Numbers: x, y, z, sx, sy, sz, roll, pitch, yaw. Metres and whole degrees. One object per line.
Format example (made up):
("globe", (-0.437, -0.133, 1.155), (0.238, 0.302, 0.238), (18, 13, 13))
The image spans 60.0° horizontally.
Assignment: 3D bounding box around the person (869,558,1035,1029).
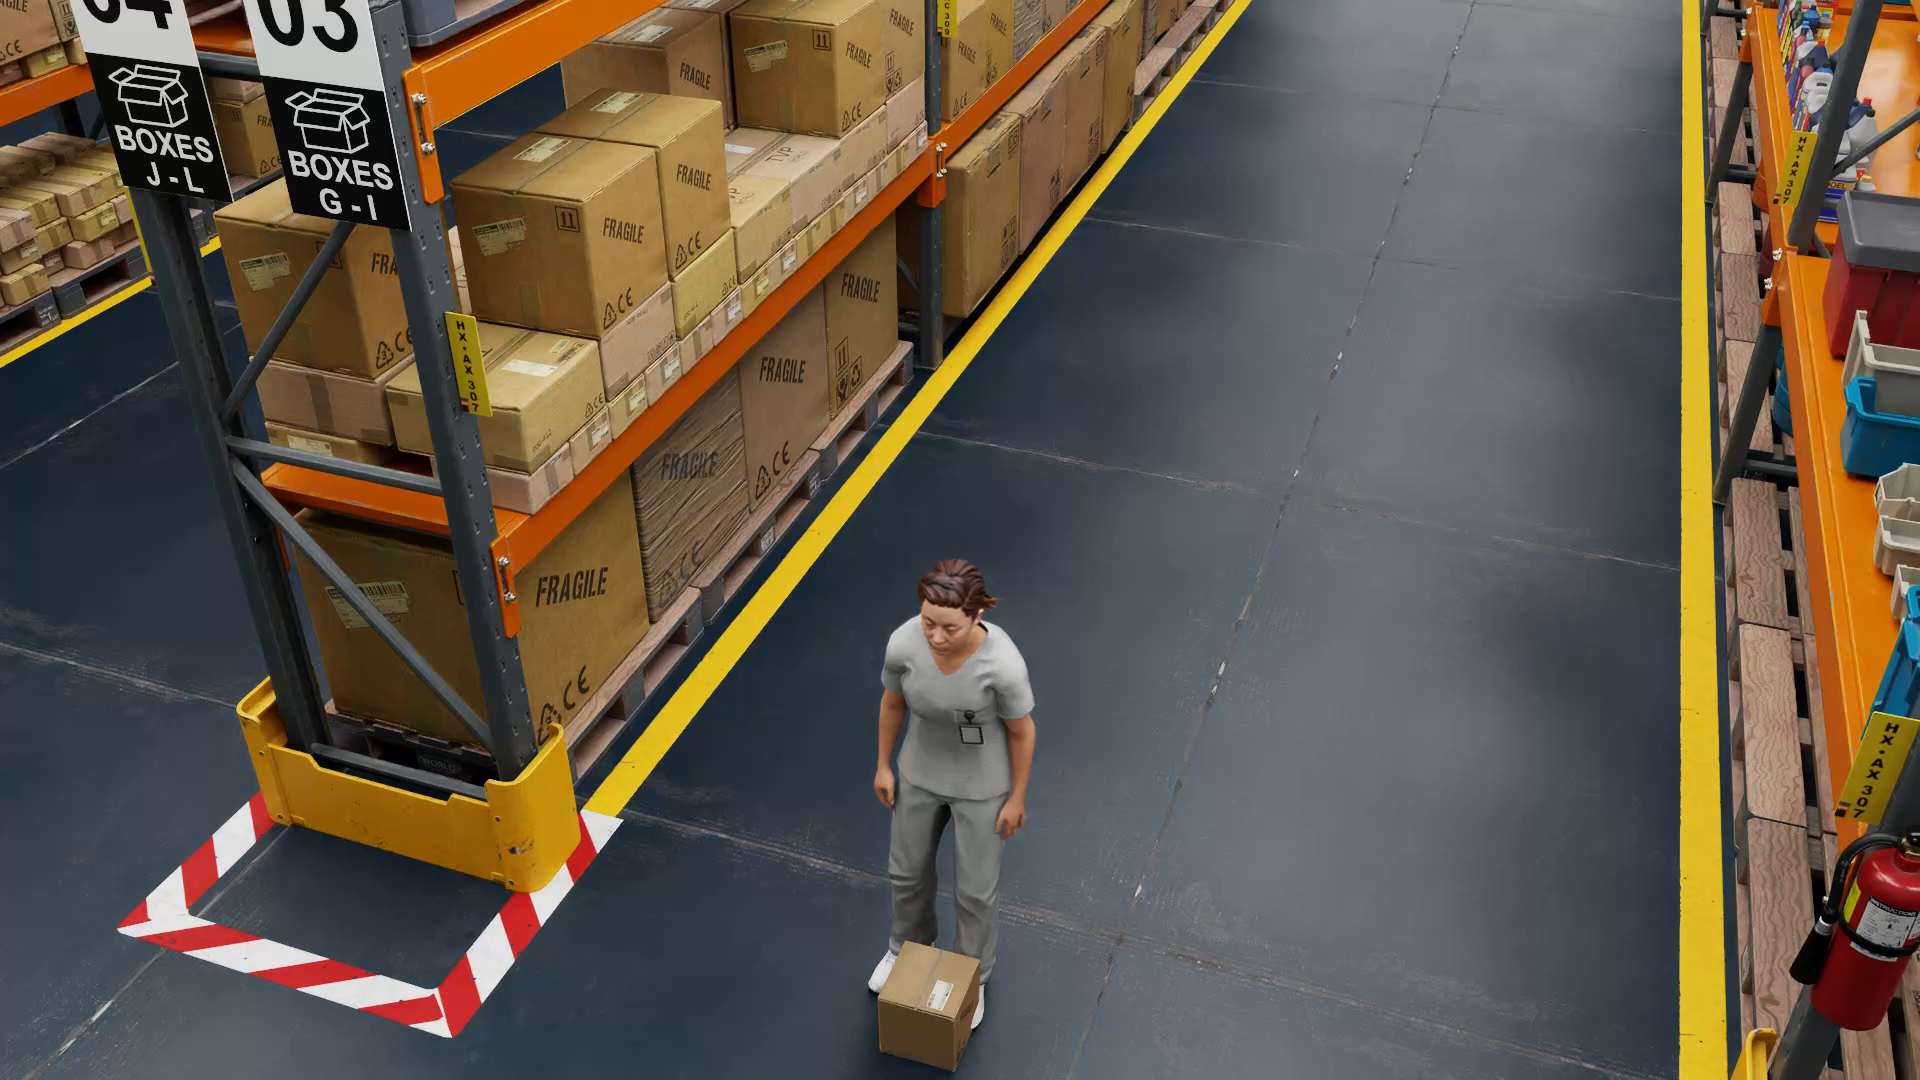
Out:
("person", (-0.031, 0.750, 5.003), (0.488, 1.673, 0.403), (11, 35, 17))
